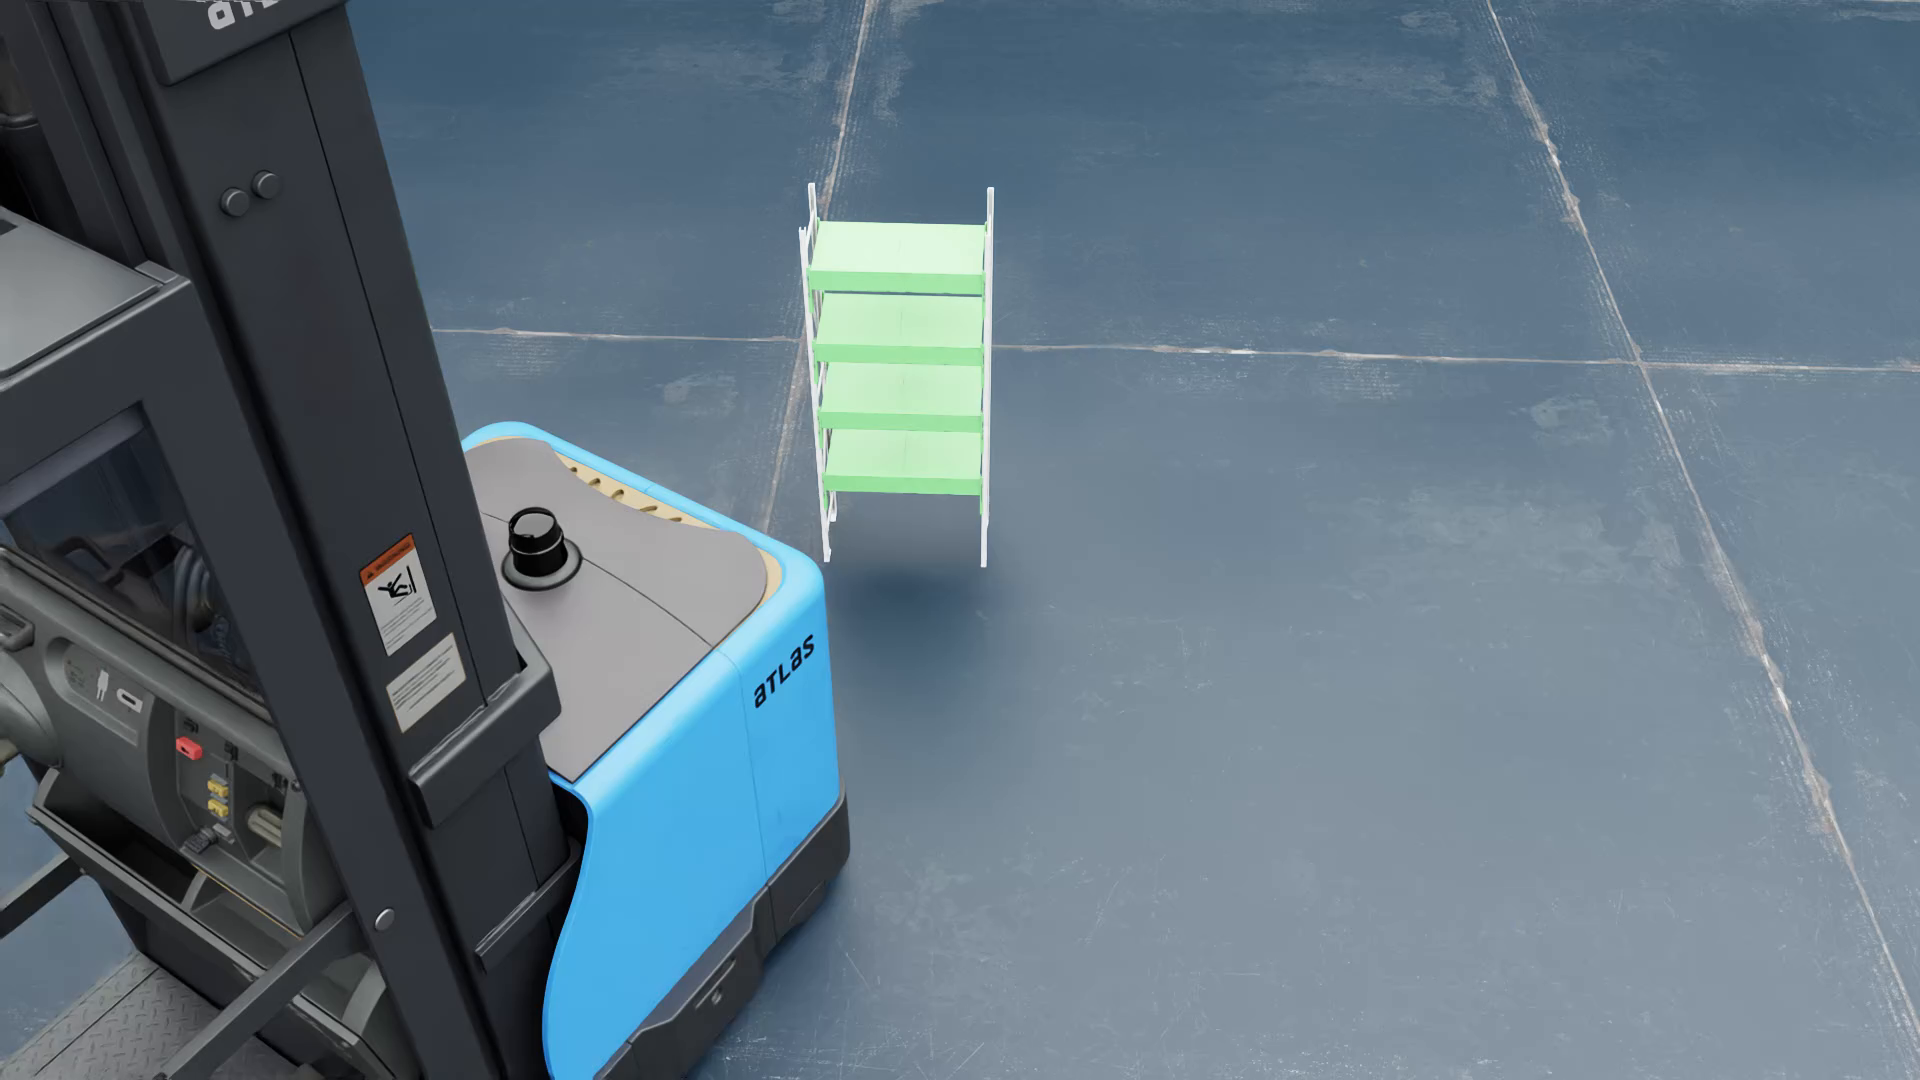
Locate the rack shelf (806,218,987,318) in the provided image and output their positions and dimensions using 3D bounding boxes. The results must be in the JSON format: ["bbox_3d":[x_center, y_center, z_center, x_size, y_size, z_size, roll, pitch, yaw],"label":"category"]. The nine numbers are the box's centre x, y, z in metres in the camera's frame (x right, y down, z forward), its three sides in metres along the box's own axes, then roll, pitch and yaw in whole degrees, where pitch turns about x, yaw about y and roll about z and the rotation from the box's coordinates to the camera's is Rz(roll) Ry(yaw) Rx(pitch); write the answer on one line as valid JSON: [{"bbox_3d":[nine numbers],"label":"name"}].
[{"bbox_3d":[-0.165,-0.749,4.563,0.480,0.148,0.258,2,43,2],"label":"rack shelf"}]

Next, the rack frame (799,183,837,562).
[{"bbox_3d":[-0.409,-0.452,4.855,0.015,1.200,0.240,2,43,2],"label":"rack frame"}]

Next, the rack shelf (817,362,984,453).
[{"bbox_3d":[-0.165,-0.397,4.890,0.480,0.148,0.258,2,43,2],"label":"rack shelf"}]

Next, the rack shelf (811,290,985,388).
[{"bbox_3d":[-0.165,-0.573,4.726,0.480,0.148,0.258,2,43,2],"label":"rack shelf"}]

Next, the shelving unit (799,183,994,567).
[{"bbox_3d":[-0.165,-0.444,4.846,0.503,1.200,0.258,2,43,2],"label":"shelving unit"}]

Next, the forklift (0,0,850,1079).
[{"bbox_3d":[-1.509,0.424,2.645,1.130,2.935,3.031,24,48,24],"label":"forklift"}]

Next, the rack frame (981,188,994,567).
[{"bbox_3d":[0.078,-0.437,4.838,0.015,1.200,0.240,2,43,2],"label":"rack frame"}]

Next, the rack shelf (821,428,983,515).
[{"bbox_3d":[-0.165,-0.222,5.054,0.480,0.148,0.258,2,43,2],"label":"rack shelf"}]
